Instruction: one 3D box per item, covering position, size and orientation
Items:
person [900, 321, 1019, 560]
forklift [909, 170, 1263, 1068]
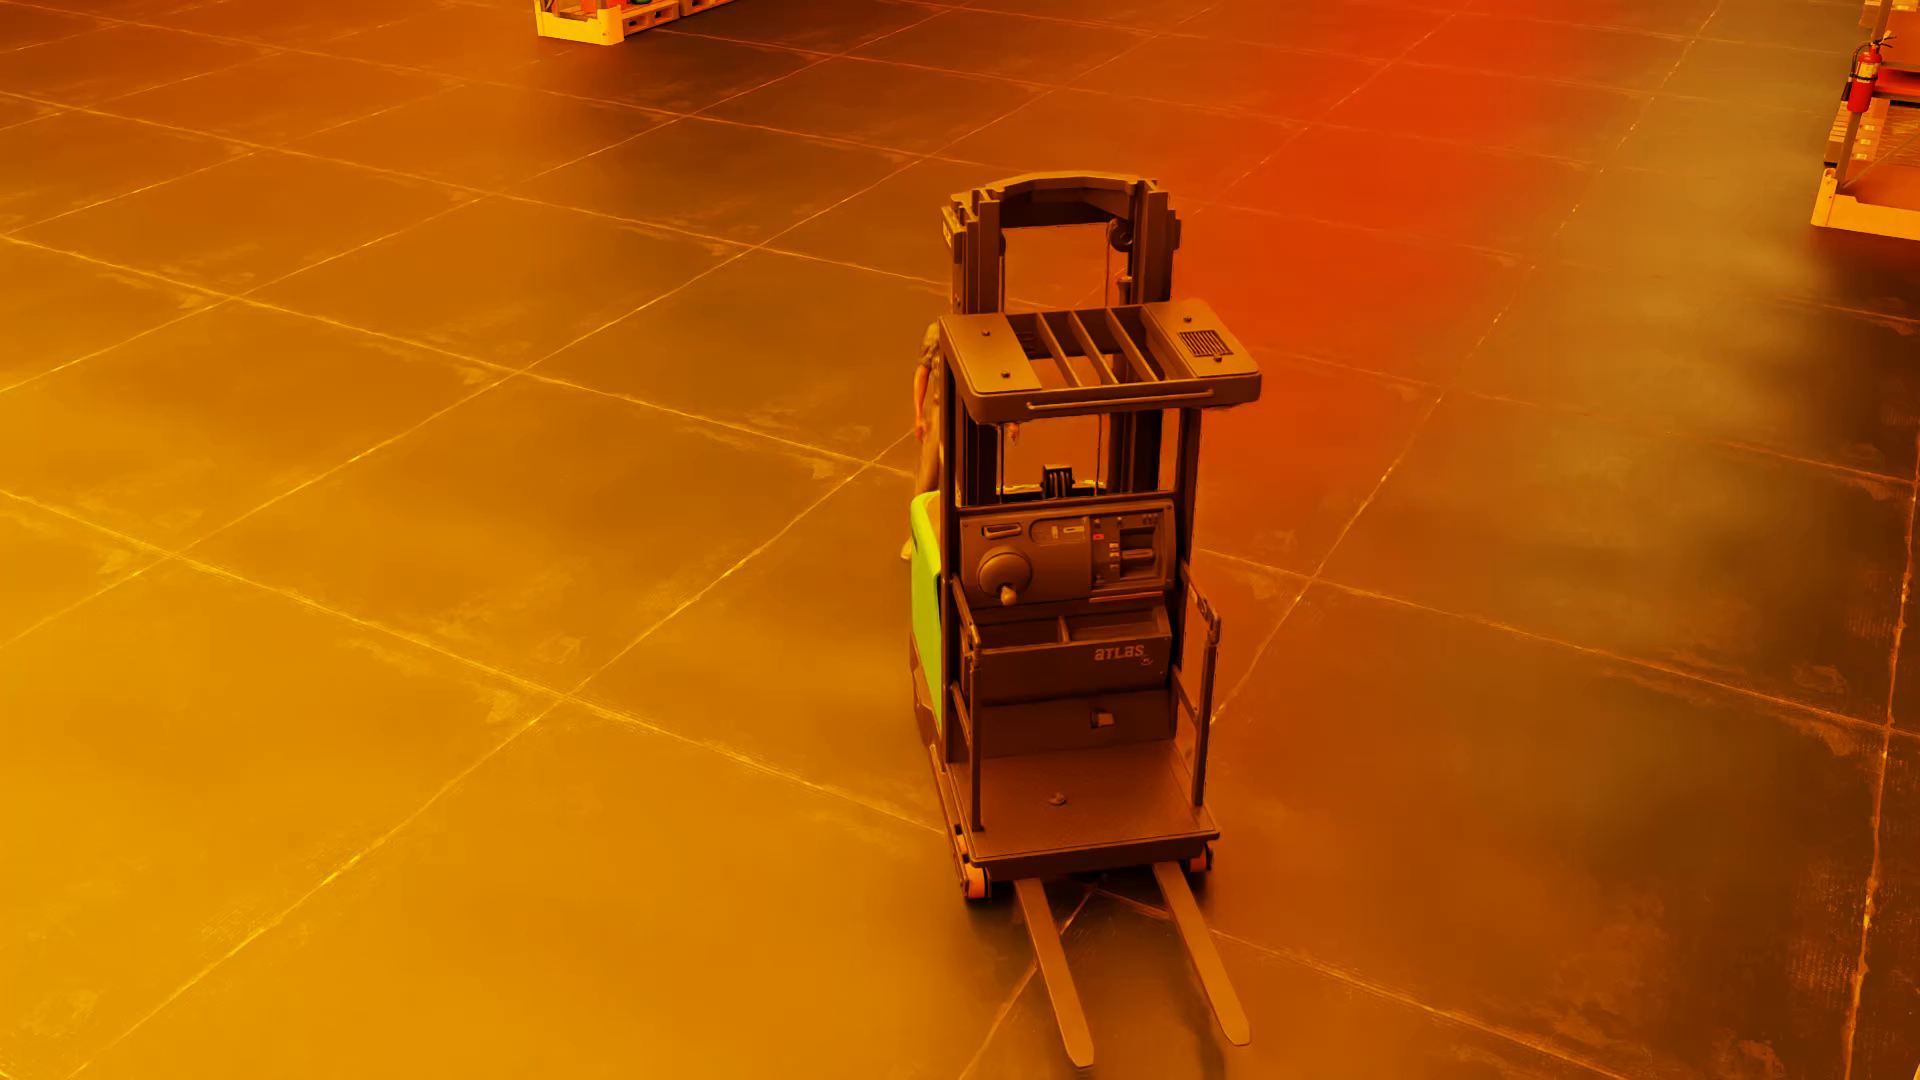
[{"bbox_3d":[-0.016,-0.685,9.557,0.718,1.651,0.362,-5,30,-9],"label":"person"},{"bbox_3d":[0.503,0.106,6.886,1.130,2.935,3.031,-5,30,-9],"label":"forklift"}]
